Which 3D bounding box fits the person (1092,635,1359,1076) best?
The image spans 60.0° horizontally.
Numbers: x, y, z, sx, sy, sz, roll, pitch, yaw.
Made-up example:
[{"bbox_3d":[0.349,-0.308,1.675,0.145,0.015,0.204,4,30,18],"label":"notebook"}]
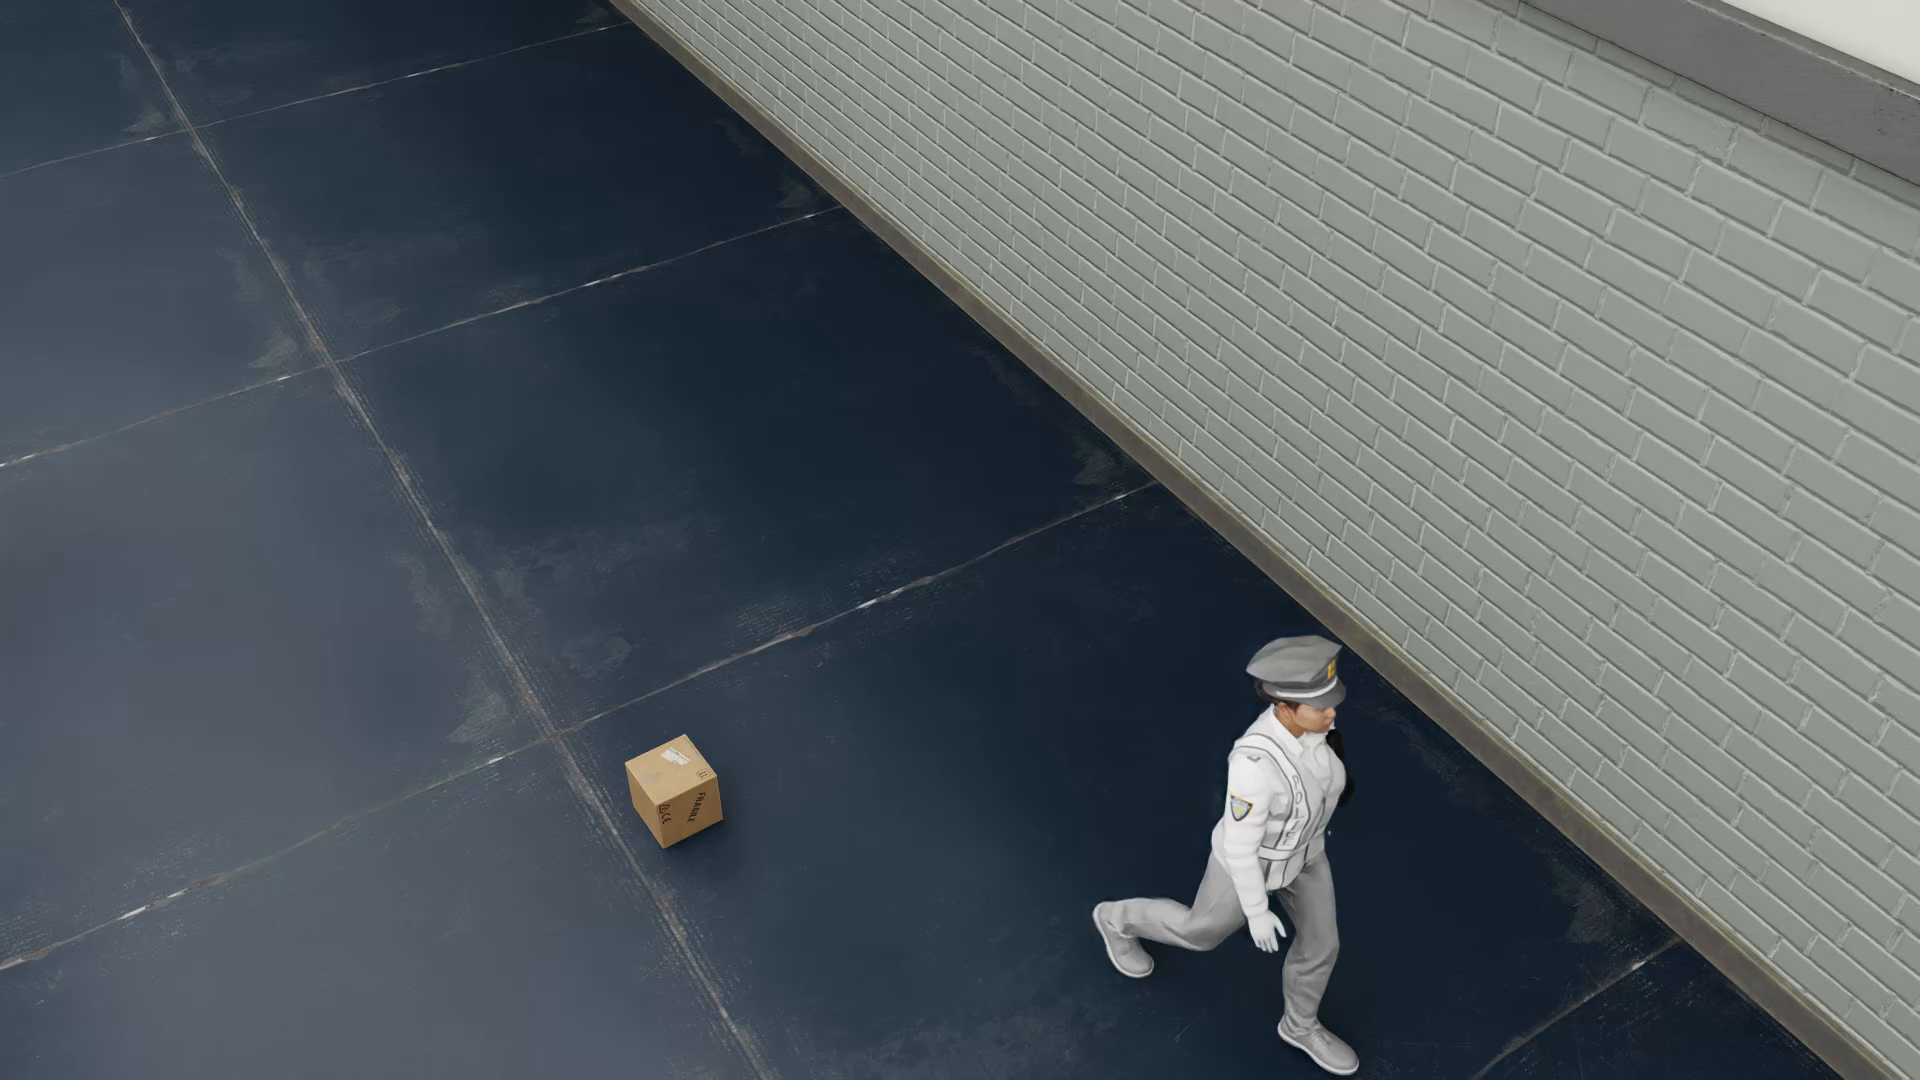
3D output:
[{"bbox_3d":[0.901,0.921,5.069,0.956,1.647,0.503,32,50,31],"label":"person"}]
